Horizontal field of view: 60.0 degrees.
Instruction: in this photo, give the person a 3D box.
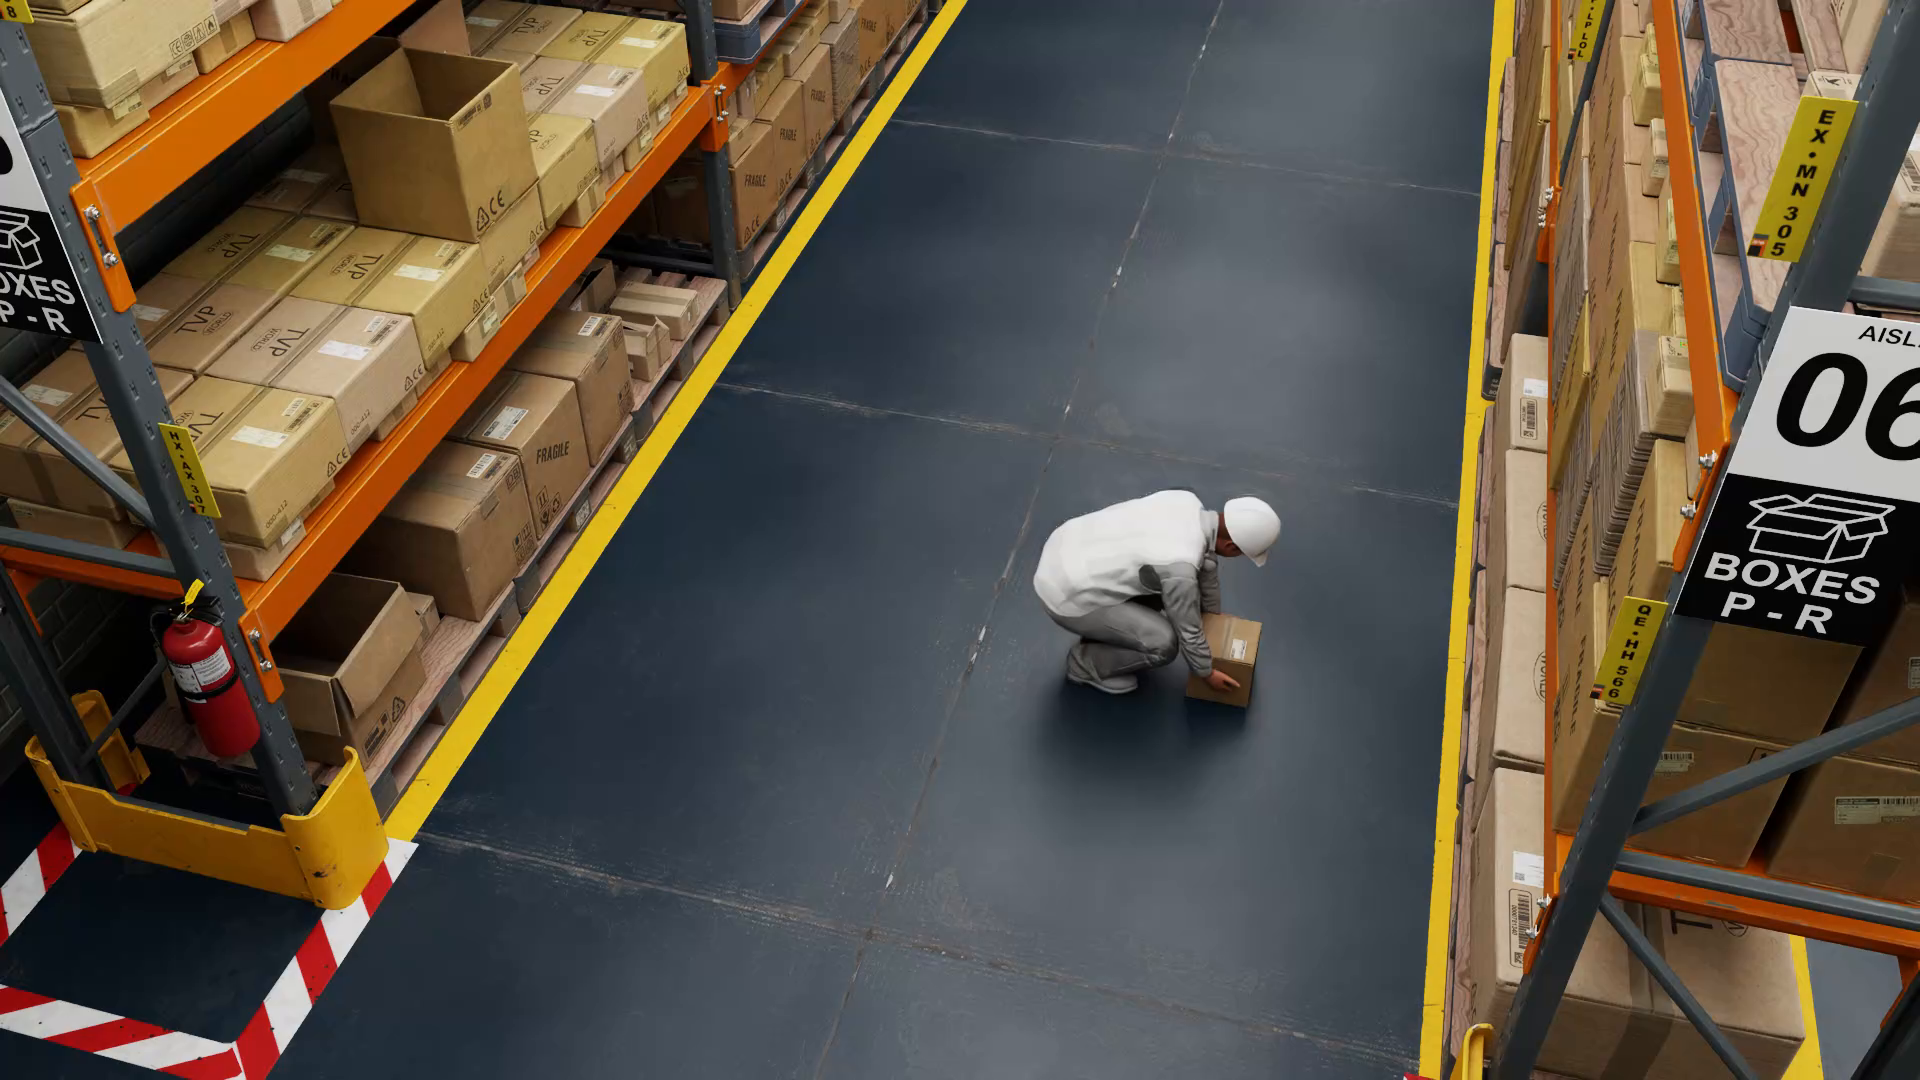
[{"bbox_3d":[0.788,0.237,6.645,0.944,0.865,0.527,10,42,11],"label":"person"}]
